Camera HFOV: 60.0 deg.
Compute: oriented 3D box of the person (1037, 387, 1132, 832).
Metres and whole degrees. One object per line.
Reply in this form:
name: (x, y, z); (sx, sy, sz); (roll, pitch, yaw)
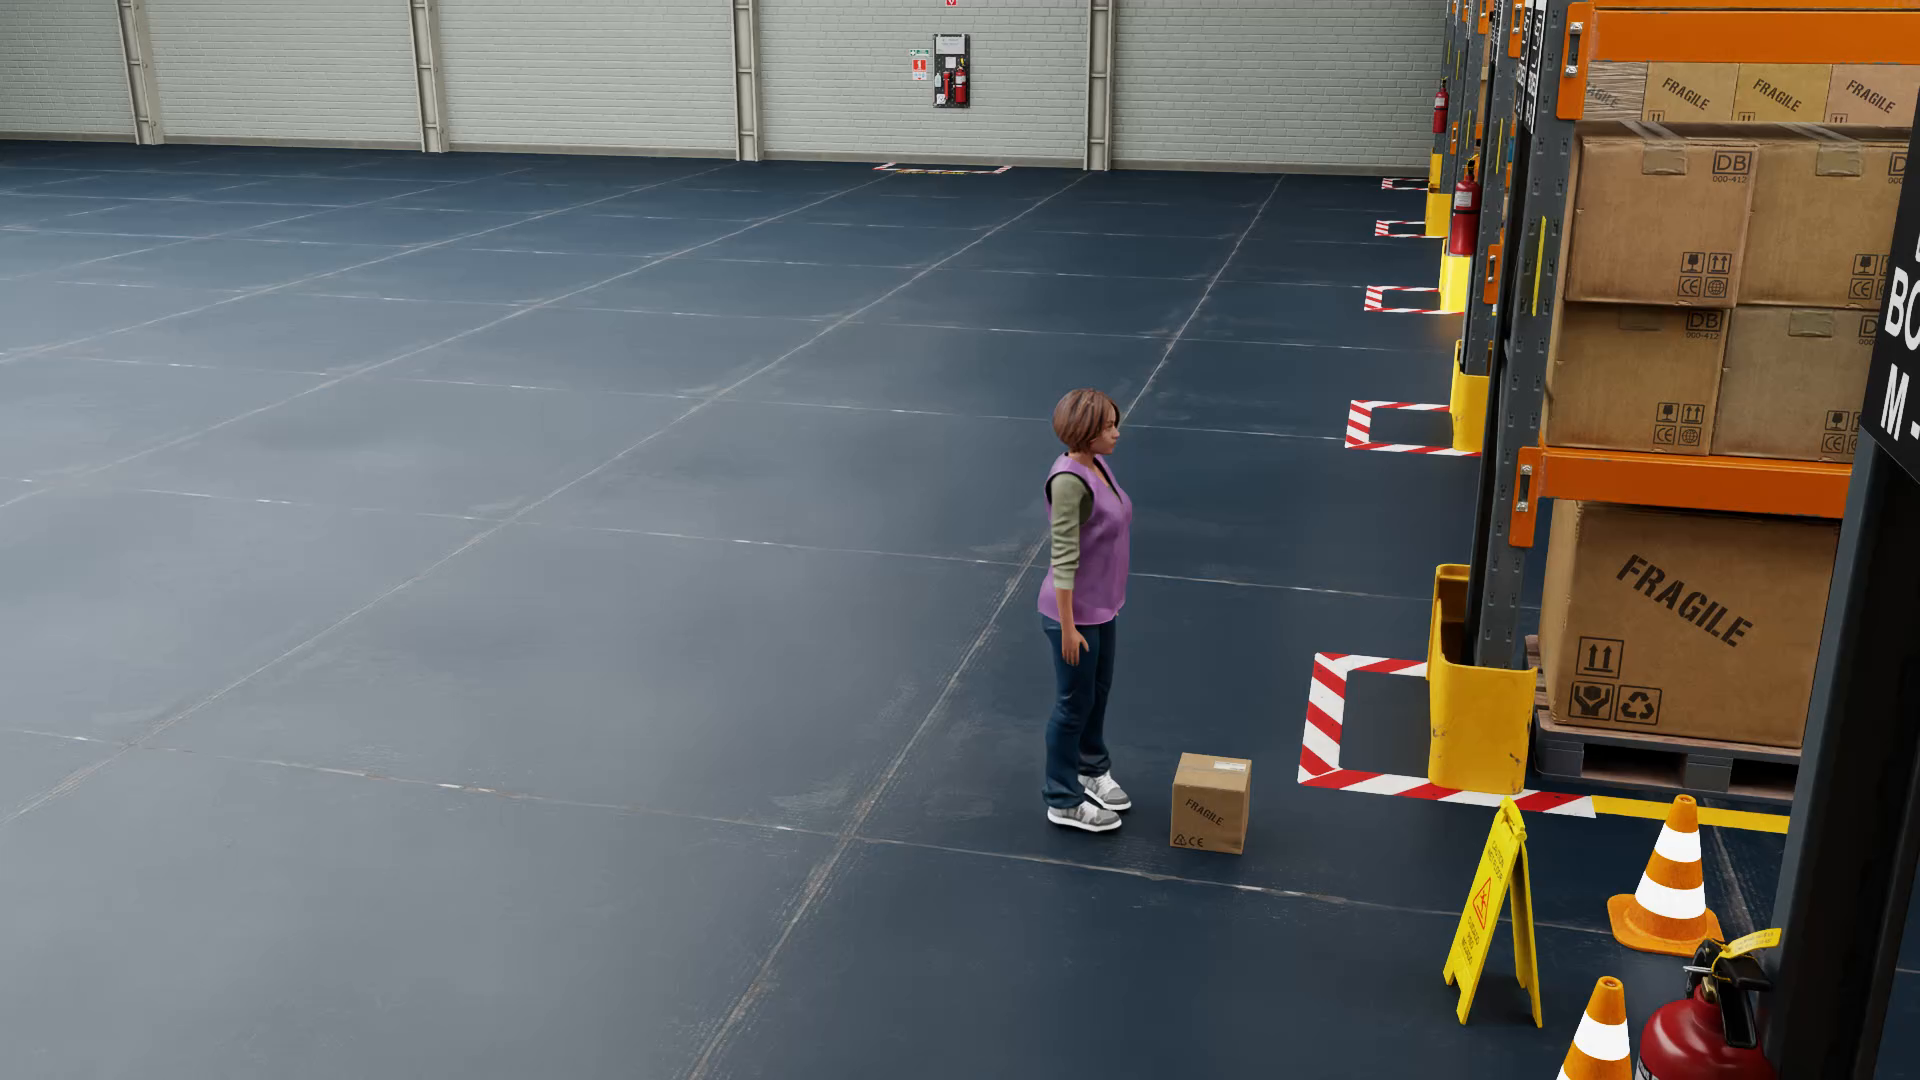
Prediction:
person: (0.443, 0.248, 5.811); (0.327, 1.601, 0.477); (6, 20, 18)
